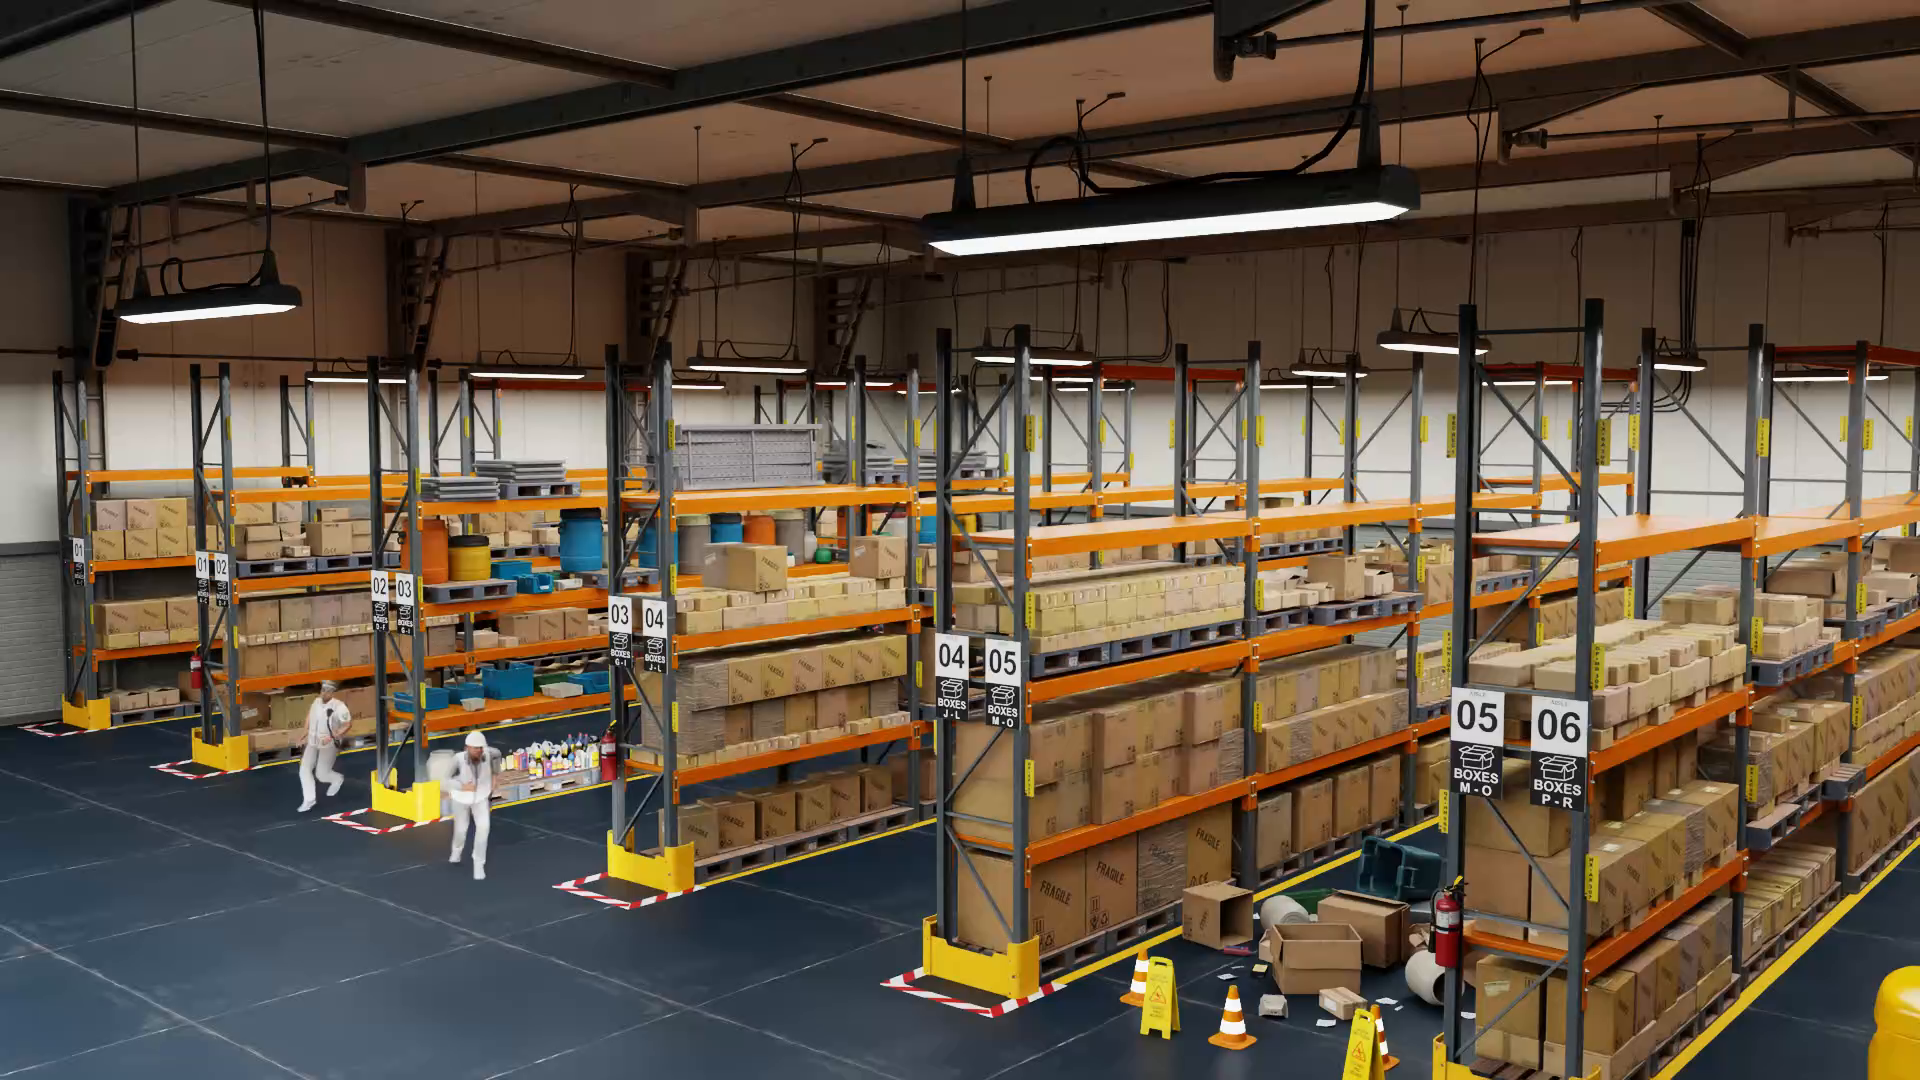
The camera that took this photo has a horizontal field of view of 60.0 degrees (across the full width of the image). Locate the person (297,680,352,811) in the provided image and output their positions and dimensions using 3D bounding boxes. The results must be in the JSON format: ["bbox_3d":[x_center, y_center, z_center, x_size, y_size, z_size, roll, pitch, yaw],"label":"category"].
[{"bbox_3d":[-8.460,2.722,22.236,0.712,1.764,0.755,1,4,15],"label":"person"}]

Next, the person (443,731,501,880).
[{"bbox_3d":[-5.584,2.983,18.975,0.699,1.731,1.025,-3,5,-32],"label":"person"}]

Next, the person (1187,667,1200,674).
[{"bbox_3d":[3.398,2.618,24.145,0.563,1.609,0.588,3,5,40],"label":"person"}]

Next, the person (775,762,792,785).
[{"bbox_3d":[-2.525,2.671,22.944,0.697,1.706,0.773,2,5,28],"label":"person"}]
